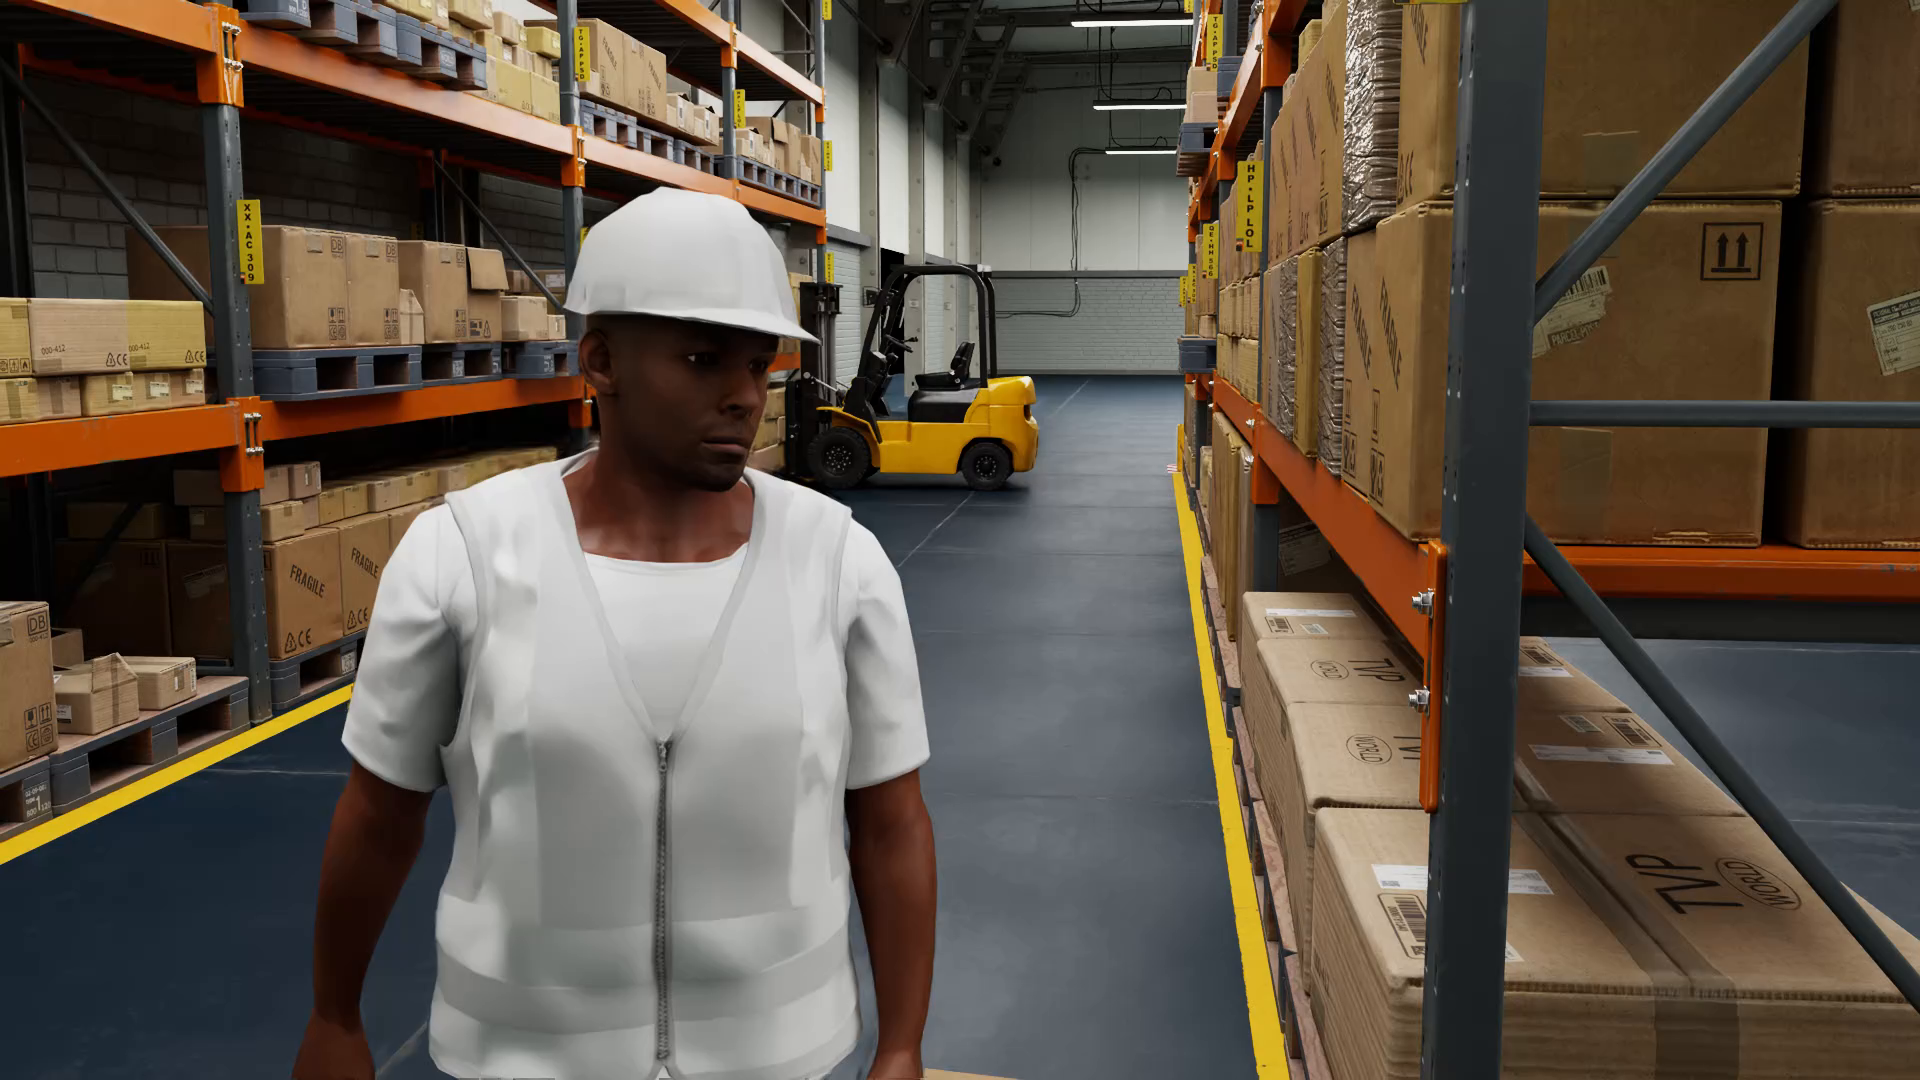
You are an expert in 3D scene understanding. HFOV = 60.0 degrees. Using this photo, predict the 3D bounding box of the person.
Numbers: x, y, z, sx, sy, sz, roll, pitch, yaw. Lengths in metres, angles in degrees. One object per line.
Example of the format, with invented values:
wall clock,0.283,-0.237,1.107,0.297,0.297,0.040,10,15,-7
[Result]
person,-0.311,0.534,1.586,0.666,1.733,0.852,-2,8,-17
